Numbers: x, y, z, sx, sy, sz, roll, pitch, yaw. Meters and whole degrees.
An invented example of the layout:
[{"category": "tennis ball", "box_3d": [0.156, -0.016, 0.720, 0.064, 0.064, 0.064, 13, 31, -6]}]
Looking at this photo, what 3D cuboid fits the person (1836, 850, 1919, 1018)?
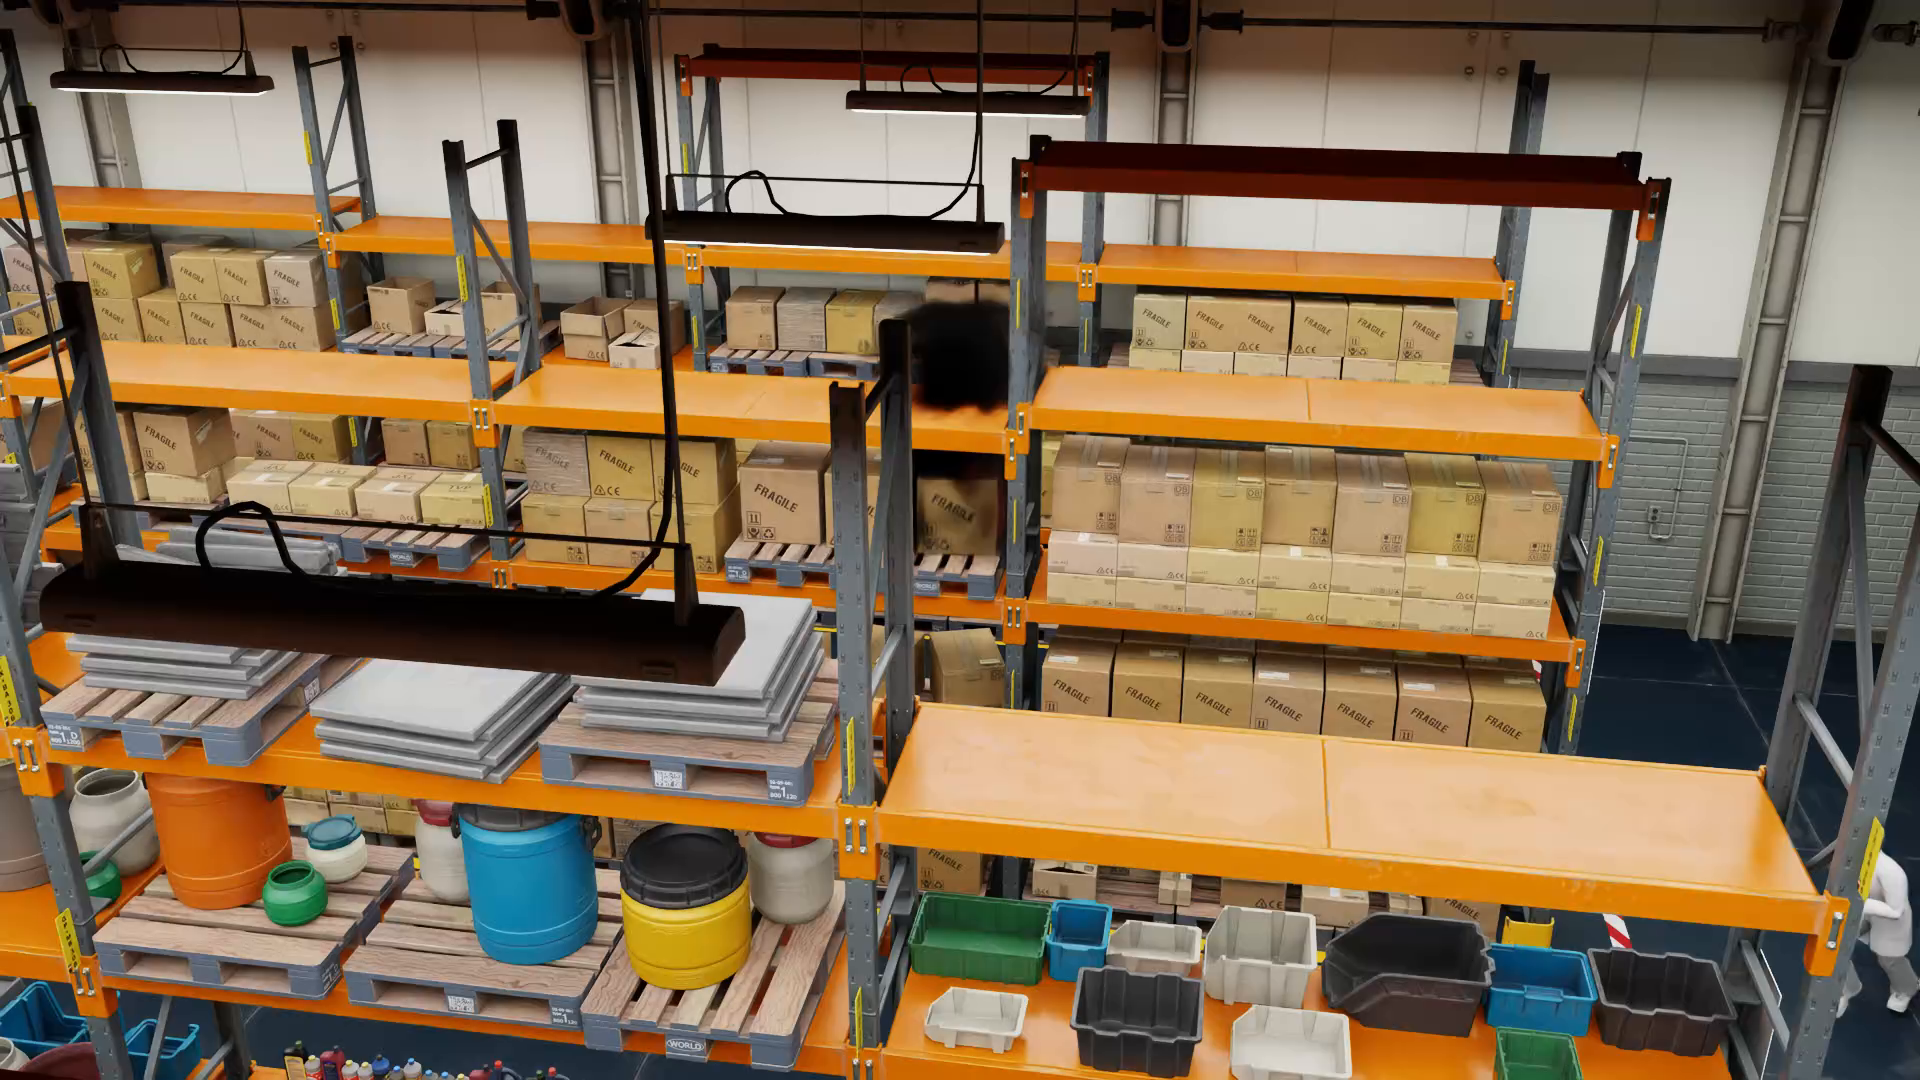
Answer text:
[{"category": "person", "box_3d": [6.547, 2.709, 11.919, 1.061, 1.709, 0.738, -6, 24, -13]}]
